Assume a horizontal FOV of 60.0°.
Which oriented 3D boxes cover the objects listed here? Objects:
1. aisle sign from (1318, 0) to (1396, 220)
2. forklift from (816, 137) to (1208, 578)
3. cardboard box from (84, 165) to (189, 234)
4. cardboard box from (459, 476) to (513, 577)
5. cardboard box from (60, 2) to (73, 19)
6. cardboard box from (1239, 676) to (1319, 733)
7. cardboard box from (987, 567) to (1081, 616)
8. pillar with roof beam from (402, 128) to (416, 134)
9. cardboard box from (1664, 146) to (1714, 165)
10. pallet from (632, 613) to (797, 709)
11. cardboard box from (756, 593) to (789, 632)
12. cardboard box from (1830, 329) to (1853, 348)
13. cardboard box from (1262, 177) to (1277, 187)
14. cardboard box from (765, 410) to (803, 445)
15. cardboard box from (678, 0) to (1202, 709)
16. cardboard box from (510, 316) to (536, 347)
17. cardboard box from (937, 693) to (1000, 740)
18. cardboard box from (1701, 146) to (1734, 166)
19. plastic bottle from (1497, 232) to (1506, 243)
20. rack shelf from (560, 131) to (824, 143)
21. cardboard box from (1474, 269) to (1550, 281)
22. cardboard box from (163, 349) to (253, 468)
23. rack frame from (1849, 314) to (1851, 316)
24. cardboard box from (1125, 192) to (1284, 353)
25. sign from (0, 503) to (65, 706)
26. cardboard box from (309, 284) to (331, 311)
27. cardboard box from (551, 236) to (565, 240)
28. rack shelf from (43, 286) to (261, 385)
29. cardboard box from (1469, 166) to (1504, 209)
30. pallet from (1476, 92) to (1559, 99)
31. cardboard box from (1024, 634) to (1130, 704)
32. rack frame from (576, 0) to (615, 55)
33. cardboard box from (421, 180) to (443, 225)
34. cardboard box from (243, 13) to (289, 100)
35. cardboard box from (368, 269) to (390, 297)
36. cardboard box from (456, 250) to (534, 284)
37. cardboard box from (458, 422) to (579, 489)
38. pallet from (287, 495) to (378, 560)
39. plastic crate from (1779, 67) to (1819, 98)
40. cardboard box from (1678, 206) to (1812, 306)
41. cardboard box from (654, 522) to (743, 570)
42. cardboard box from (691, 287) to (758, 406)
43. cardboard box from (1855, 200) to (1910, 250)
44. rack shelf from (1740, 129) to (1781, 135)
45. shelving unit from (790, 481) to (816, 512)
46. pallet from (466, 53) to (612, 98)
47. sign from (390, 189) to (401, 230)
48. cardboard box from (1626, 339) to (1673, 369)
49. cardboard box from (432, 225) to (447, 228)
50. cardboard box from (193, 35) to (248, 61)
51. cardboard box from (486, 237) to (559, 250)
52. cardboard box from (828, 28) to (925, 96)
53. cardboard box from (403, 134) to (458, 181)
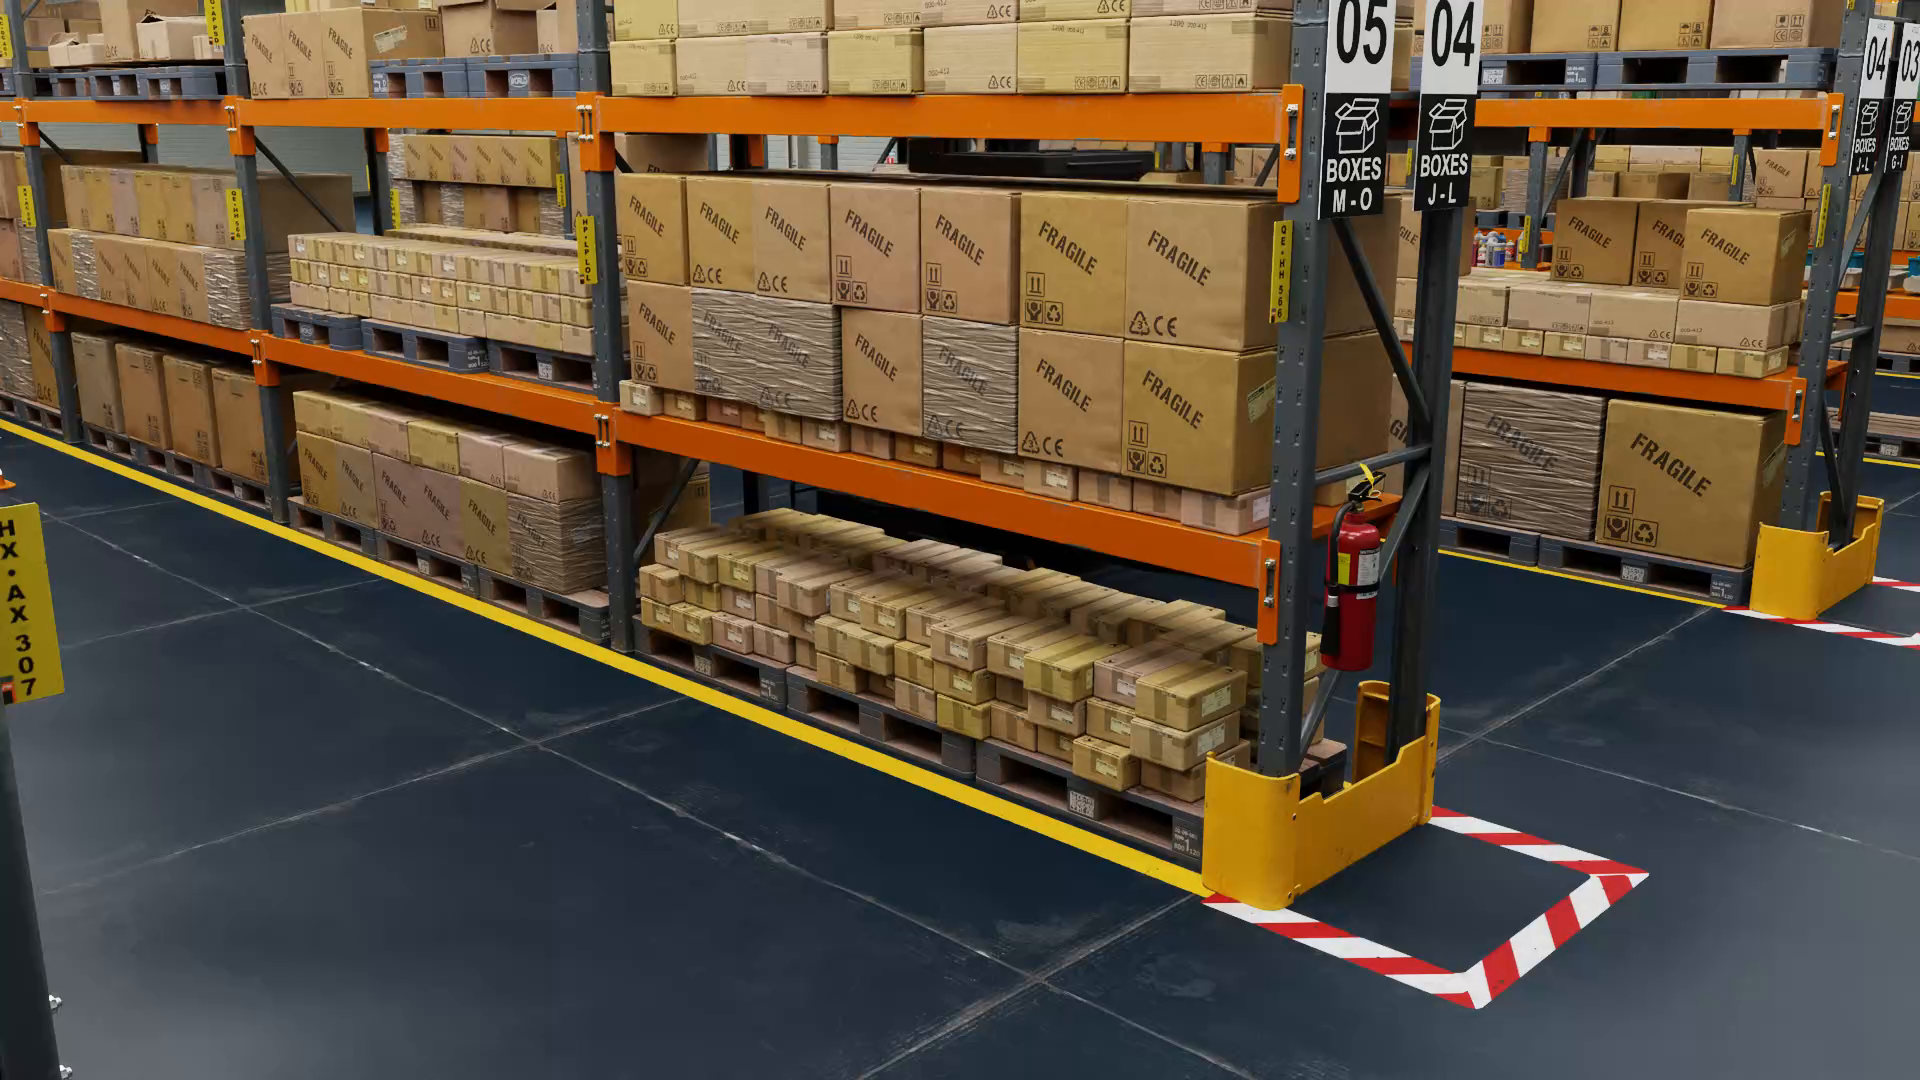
[{"bbox_3d":[1.287,-1.444,5.370,0.004,0.787,0.394,14,20,42],"label":"aisle sign"},{"bbox_3d":[0.488,-1.280,10.159,3.031,2.867,1.129,12,19,39],"label":"forklift"},{"bbox_3d":[-6.463,-2.710,13.204,0.500,0.500,0.700,13,20,41],"label":"cardboard box"},{"bbox_3d":[-2.514,-0.121,9.572,0.500,0.500,0.500,13,19,41],"label":"cardboard box"},{"bbox_3d":[-7.407,-4.491,14.156,0.250,0.149,0.380,13,20,42],"label":"cardboard box"},{"bbox_3d":[1.243,0.641,6.756,0.380,0.149,0.250,-14,20,-42],"label":"cardboard box"},{"bbox_3d":[0.340,0.255,7.647,0.250,0.149,0.380,14,20,43],"label":"cardboard box"},{"bbox_3d":[-19.726,-14.040,46.969,0.400,9.000,9.100,14,20,42],"label":"pillar with roof beam"},{"bbox_3d":[10.411,-5.491,23.743,0.500,0.250,0.500,14,20,43],"label":"cardboard box"},{"bbox_3d":[-0.929,0.507,8.568,1.213,0.211,1.003,14,20,42],"label":"pallet"},{"bbox_3d":[-0.761,0.312,8.016,0.250,0.149,0.380,12,19,39],"label":"cardboard box"},{"bbox_3d":[9.739,-2.213,18.224,0.250,0.166,0.380,14,20,42],"label":"cardboard box"},{"bbox_3d":[4.479,-4.765,23.072,0.500,0.500,0.500,14,20,42],"label":"cardboard box"},{"bbox_3d":[-0.667,-0.550,7.590,0.380,0.149,0.250,-14,20,-43],"label":"cardboard box"},{"bbox_3d":[-0.136,-0.944,7.004,2.619,2.792,0.500,14,20,42],"label":"cardboard box"},{"bbox_3d":[-2.226,-1.158,9.093,0.250,0.149,0.380,14,20,42],"label":"cardboard box"},{"bbox_3d":[0.119,0.706,7.095,0.250,0.149,0.380,13,19,40],"label":"cardboard box"},{"bbox_3d":[10.783,-5.403,23.405,0.500,0.250,0.500,13,20,41],"label":"cardboard box"},{"bbox_3d":[5.286,-2.872,16.260,0.097,0.271,0.097,0,15,0],"label":"plastic bottle"},{"bbox_3d":[-2.241,-3.990,15.773,4.000,0.370,1.077,14,20,42],"label":"rack shelf"},{"bbox_3d":[3.682,-1.609,10.867,0.500,0.250,0.500,13,20,41],"label":"cardboard box"},{"bbox_3d":[-5.324,-1.044,12.617,0.750,0.750,1.050,14,20,43],"label":"cardboard box"},{"bbox_3d":[12.393,-4.533,22.382,0.127,3.000,1.000,14,20,42],"label":"rack frame"},{"bbox_3d":[0.940,-0.965,5.914,0.500,0.500,0.500,13,20,41],"label":"cardboard box"},{"bbox_3d":[-1.531,0.106,2.704,0.005,0.325,0.100,14,20,42],"label":"sign"},{"bbox_3d":[-3.942,-1.573,10.687,0.380,0.149,0.250,-13,20,-41],"label":"cardboard box"},{"bbox_3d":[-4.040,-3.099,17.375,0.250,0.149,0.380,14,20,42],"label":"cardboard box"},{"bbox_3d":[-5.757,-1.656,12.764,4.000,0.370,1.077,14,20,42],"label":"rack shelf"},{"bbox_3d":[6.609,-4.496,21.205,0.500,0.500,0.700,7,16,24],"label":"cardboard box"},{"bbox_3d":[4.884,-4.215,15.585,1.003,0.211,1.213,14,20,42],"label":"pallet"},{"bbox_3d":[0.470,0.512,6.661,0.250,0.149,0.380,13,20,41],"label":"cardboard box"},{"bbox_3d":[-1.437,-3.857,7.887,0.127,3.000,1.000,14,20,42],"label":"rack frame"},{"bbox_3d":[-5.740,-3.962,19.399,0.500,0.500,0.875,14,20,42],"label":"cardboard box"},{"bbox_3d":[-4.090,-3.005,10.370,0.500,0.500,0.500,14,20,42],"label":"cardboard box"},{"bbox_3d":[-3.357,-1.577,10.111,0.250,0.149,0.380,14,20,42],"label":"cardboard box"},{"bbox_3d":[-2.604,-1.540,9.379,0.250,0.149,0.380,13,19,40],"label":"cardboard box"},{"bbox_3d":[-2.510,-0.487,9.489,0.500,0.250,0.500,-13,20,-42],"label":"cardboard box"},{"bbox_3d":[-3.755,-0.167,11.155,1.213,0.211,1.003,14,20,42],"label":"pallet"},{"bbox_3d":[7.014,-3.873,14.134,0.530,0.282,0.437,14,20,42],"label":"plastic crate"},{"bbox_3d":[4.425,-1.608,9.375,0.500,0.500,0.500,14,20,43],"label":"cardboard box"},{"bbox_3d":[-1.333,0.033,8.499,0.380,0.149,0.250,-14,20,-42],"label":"cardboard box"},{"bbox_3d":[-0.894,-0.928,7.757,0.500,0.500,0.500,14,20,42],"label":"cardboard box"},{"bbox_3d":[9.864,-3.366,17.705,0.500,0.500,0.500,14,20,42],"label":"cardboard box"},{"bbox_3d":[10.397,-4.387,17.298,4.000,0.370,1.077,14,20,42],"label":"rack shelf"},{"bbox_3d":[-0.867,-1.200,11.373,0.503,2.100,0.431,12,19,39],"label":"shelving unit"},{"bbox_3d":[-1.808,-2.442,8.777,1.003,0.211,1.213,14,20,42],"label":"pallet"},{"bbox_3d":[-3.947,-2.276,11.578,0.005,0.325,0.100,14,20,42],"label":"sign"},{"bbox_3d":[4.104,-1.107,9.729,0.250,0.149,0.380,14,20,42],"label":"cardboard box"},{"bbox_3d":[-5.815,-3.543,19.079,0.250,0.149,0.380,14,20,42],"label":"cardboard box"},{"bbox_3d":[-4.901,-3.309,11.164,0.250,0.166,0.380,14,20,42],"label":"cardboard box"},{"bbox_3d":[-2.716,-1.794,10.353,0.380,0.149,0.250,-13,20,-42],"label":"cardboard box"},{"bbox_3d":[-0.185,-1.931,6.742,0.500,0.250,0.500,-13,20,-42],"label":"cardboard box"},{"bbox_3d":[-5.998,-4.378,19.014,0.500,0.500,0.500,14,20,42],"label":"cardboard box"}]
